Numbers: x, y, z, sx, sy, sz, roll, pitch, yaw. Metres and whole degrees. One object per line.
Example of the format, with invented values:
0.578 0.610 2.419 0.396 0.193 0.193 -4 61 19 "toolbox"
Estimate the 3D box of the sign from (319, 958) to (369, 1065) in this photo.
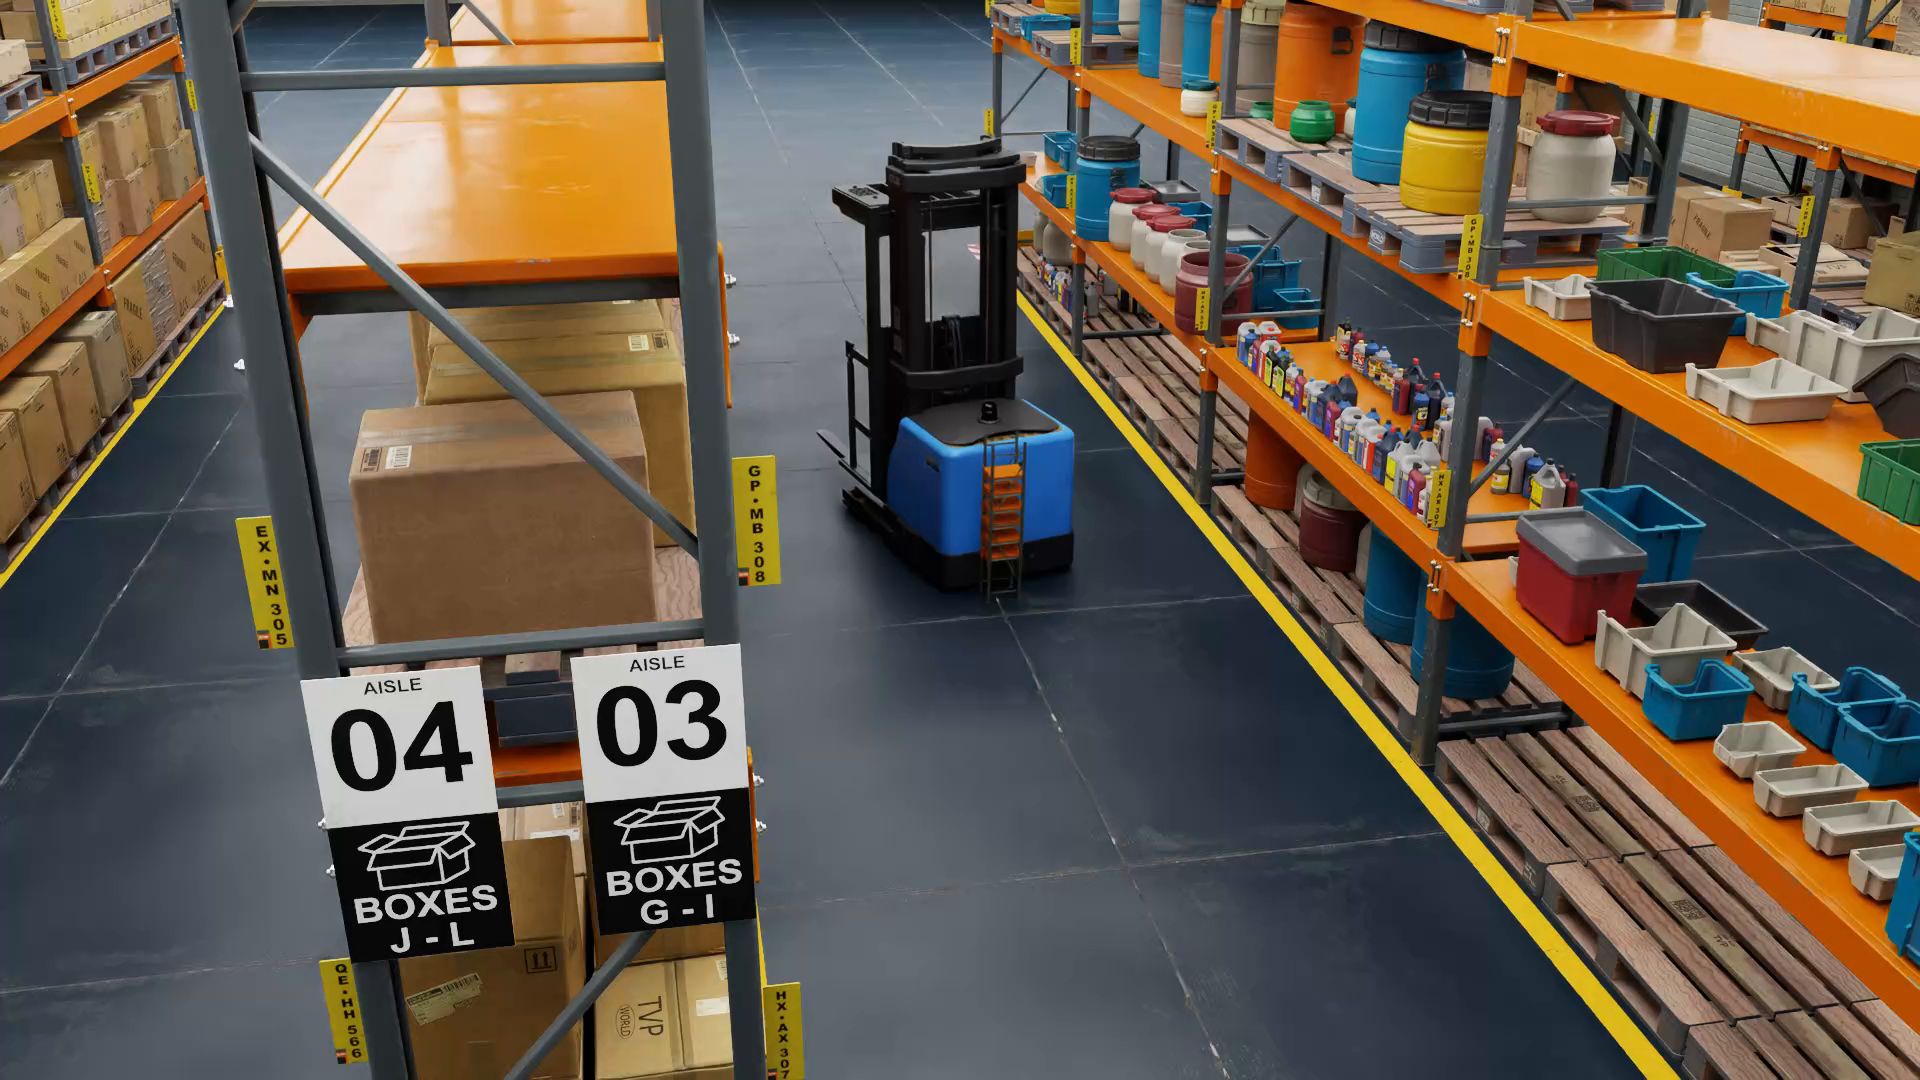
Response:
-1.560 1.204 4.246 0.100 0.325 0.005 -4 24 -10 "sign"

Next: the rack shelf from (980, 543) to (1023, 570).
0.283 0.109 11.438 0.258 0.103 0.180 -6 28 -14 "rack shelf"

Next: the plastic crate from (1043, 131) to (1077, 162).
1.272 -4.609 19.484 0.499 0.251 0.616 -4 24 -10 "plastic crate"

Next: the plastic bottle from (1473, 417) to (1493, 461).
3.222 -0.649 10.387 0.152 0.276 0.135 -4 24 -10 "plastic bottle"

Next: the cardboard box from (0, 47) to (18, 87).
-7.691 -3.659 12.914 0.500 0.250 0.500 -5 24 -10 "cardboard box"

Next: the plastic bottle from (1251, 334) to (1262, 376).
2.143 -1.325 11.924 0.061 0.283 0.133 -4 24 -10 "plastic bottle"

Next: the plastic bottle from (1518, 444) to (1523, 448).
3.331 -0.475 9.992 0.097 0.271 0.097 0 24 0 "plastic bottle"

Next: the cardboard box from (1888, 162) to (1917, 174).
10.892 -4.313 18.782 0.500 0.250 0.500 -4 24 -10 "cardboard box"

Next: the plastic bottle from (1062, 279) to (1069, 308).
1.116 -2.604 17.551 0.061 0.283 0.133 -3 24 -6 "plastic bottle"

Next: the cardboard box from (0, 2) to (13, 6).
-8.572 -4.639 14.784 0.500 0.250 0.500 -4 24 -10 "cardboard box"

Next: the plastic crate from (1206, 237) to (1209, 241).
2.224 -2.517 14.773 0.450 0.188 0.662 -4 24 -10 "plastic crate"

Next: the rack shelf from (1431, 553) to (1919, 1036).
3.474 0.984 7.389 1.077 0.370 4.000 -4 24 -10 "rack shelf"

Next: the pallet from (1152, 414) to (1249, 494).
2.259 -0.735 13.912 1.003 0.211 1.213 -4 24 -10 "pallet"

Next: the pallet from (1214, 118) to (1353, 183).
2.410 -2.685 11.381 1.003 0.211 1.213 -4 24 -10 "pallet"

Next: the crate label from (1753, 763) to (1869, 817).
3.400 1.005 6.699 0.396 0.136 0.243 -4 24 -10 "crate label"

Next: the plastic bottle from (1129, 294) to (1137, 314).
1.806 -2.510 17.336 0.061 0.283 0.133 -4 24 -10 "plastic bottle"

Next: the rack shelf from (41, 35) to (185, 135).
-8.506 -4.416 16.008 1.077 0.370 4.000 -4 24 -10 "rack shelf"

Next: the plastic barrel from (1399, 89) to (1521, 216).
2.736 -2.129 9.112 0.600 0.588 0.600 0 24 0 "plastic barrel"

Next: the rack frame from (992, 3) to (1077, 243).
0.885 -4.852 19.854 1.000 3.000 0.127 -4 24 -10 "rack frame"

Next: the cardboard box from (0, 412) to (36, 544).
-7.420 -0.419 11.990 1.050 0.750 0.750 -5 24 -10 "cardboard box"

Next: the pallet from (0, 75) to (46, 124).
-7.918 -3.515 13.283 0.805 0.209 1.217 -5 24 -12 "pallet"

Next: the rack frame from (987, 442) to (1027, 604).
0.313 -0.102 11.229 0.240 1.200 0.006 -6 28 -14 "rack frame"

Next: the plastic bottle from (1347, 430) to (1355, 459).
2.480 -0.611 10.391 0.097 0.201 0.097 0 24 0 "plastic bottle"

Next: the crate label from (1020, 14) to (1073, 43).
0.907 -5.398 17.542 0.502 0.251 0.408 -4 24 -10 "crate label"

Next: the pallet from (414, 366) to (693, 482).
-1.400 -0.298 5.790 1.003 0.211 1.213 -4 24 -10 "pallet"

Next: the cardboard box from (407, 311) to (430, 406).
-1.507 -0.693 5.808 0.700 0.500 0.500 -3 24 -7 "cardboard box"

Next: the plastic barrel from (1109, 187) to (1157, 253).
1.586 -2.948 15.326 0.433 0.535 0.433 0 24 0 "plastic barrel"

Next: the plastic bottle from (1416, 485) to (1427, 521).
2.665 -0.216 9.486 0.097 0.201 0.097 0 24 0 "plastic bottle"

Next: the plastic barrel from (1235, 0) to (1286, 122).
2.426 -3.649 12.725 0.600 0.901 0.600 0 24 0 "plastic barrel"

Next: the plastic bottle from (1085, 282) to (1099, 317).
1.364 -2.509 17.249 0.144 0.351 0.185 -4 24 -10 "plastic bottle"

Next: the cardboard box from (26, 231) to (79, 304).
-7.683 -2.246 13.763 0.500 0.500 0.500 -5 24 -10 "cardboard box"

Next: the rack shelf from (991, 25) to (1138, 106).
1.255 -5.110 17.596 1.077 0.370 4.000 -4 24 -10 "rack shelf"

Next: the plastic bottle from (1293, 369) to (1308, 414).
2.296 -1.000 11.180 0.061 0.283 0.133 -4 24 -10 "plastic bottle"

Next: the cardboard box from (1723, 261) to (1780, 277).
6.795 -2.289 14.299 0.380 0.149 0.250 -4 24 -10 "cardboard box"

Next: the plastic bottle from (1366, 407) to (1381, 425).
2.604 -0.707 10.524 0.097 0.271 0.097 0 24 0 "plastic bottle"

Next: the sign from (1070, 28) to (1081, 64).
1.082 -4.621 15.566 0.100 0.325 0.005 -4 24 -10 "sign"

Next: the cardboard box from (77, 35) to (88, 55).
-7.919 -4.353 14.627 0.380 0.149 0.250 -4 24 -10 "cardboard box"

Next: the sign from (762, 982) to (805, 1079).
-0.477 1.336 4.504 0.100 0.325 0.005 -4 24 -10 "sign"

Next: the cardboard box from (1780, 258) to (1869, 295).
7.209 -2.176 13.838 0.500 0.311 0.500 -3 24 -6 "cardboard box"

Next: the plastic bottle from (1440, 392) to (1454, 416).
3.166 -0.825 10.793 0.097 0.271 0.097 0 24 0 "plastic bottle"

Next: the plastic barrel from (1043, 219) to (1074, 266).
1.175 -3.454 19.237 0.421 0.512 0.421 0 24 0 "plastic barrel"

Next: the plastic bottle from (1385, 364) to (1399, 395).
3.013 -1.119 11.556 0.097 0.201 0.097 0 24 0 "plastic bottle"

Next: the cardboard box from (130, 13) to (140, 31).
-8.246 -5.050 16.225 0.380 0.149 0.250 -4 24 -9 "cardboard box"

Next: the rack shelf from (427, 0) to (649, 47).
-2.133 -2.788 9.032 1.077 0.370 4.000 -4 24 -10 "rack shelf"

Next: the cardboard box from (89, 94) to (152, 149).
-8.682 -4.133 16.671 0.875 0.550 0.550 -4 24 -10 "cardboard box"

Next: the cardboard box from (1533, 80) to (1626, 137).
6.405 -4.458 17.206 0.700 0.500 0.500 -4 24 -9 "cardboard box"

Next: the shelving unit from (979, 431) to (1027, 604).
0.289 -0.143 11.307 0.258 1.200 0.189 -6 28 -14 "shelving unit"

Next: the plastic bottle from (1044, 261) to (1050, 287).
0.978 -2.932 18.318 0.097 0.271 0.097 0 24 0 "plastic bottle"

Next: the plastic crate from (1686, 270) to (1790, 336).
3.586 -1.095 7.714 0.416 0.233 0.300 -4 24 -10 "plastic crate"

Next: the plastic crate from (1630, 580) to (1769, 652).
3.575 0.387 8.127 0.437 0.125 0.590 -4 24 -10 "plastic crate"

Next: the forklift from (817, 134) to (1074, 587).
-0.266 -1.572 12.429 1.130 2.935 3.031 -11 26 -23 "forklift"

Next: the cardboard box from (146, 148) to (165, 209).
-8.659 -3.640 16.891 0.875 0.550 0.550 -4 24 -10 "cardboard box"

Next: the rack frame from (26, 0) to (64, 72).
-8.136 -5.334 13.462 1.000 3.000 0.127 -4 24 -10 "rack frame"

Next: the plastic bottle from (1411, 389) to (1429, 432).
3.007 -0.852 10.857 0.097 0.271 0.097 0 24 0 "plastic bottle"

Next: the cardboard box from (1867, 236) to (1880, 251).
11.085 -3.538 19.857 0.380 0.149 0.250 -6 24 -14 "cardboard box"

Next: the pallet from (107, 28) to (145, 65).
-8.499 -4.720 15.915 1.003 0.211 1.213 -4 24 -10 "pallet"

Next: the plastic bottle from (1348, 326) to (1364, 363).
2.901 -1.433 12.173 0.061 0.283 0.133 -4 24 -10 "plastic bottle"

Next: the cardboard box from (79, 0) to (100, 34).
-8.046 -4.677 14.871 0.500 0.250 0.500 -4 24 -10 "cardboard box"

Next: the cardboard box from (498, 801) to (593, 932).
-1.562 1.170 5.882 0.500 0.250 0.500 -5 24 -12 "cardboard box"

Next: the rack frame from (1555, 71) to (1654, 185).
6.494 -3.644 17.088 1.000 3.000 0.127 -4 24 -10 "rack frame"
